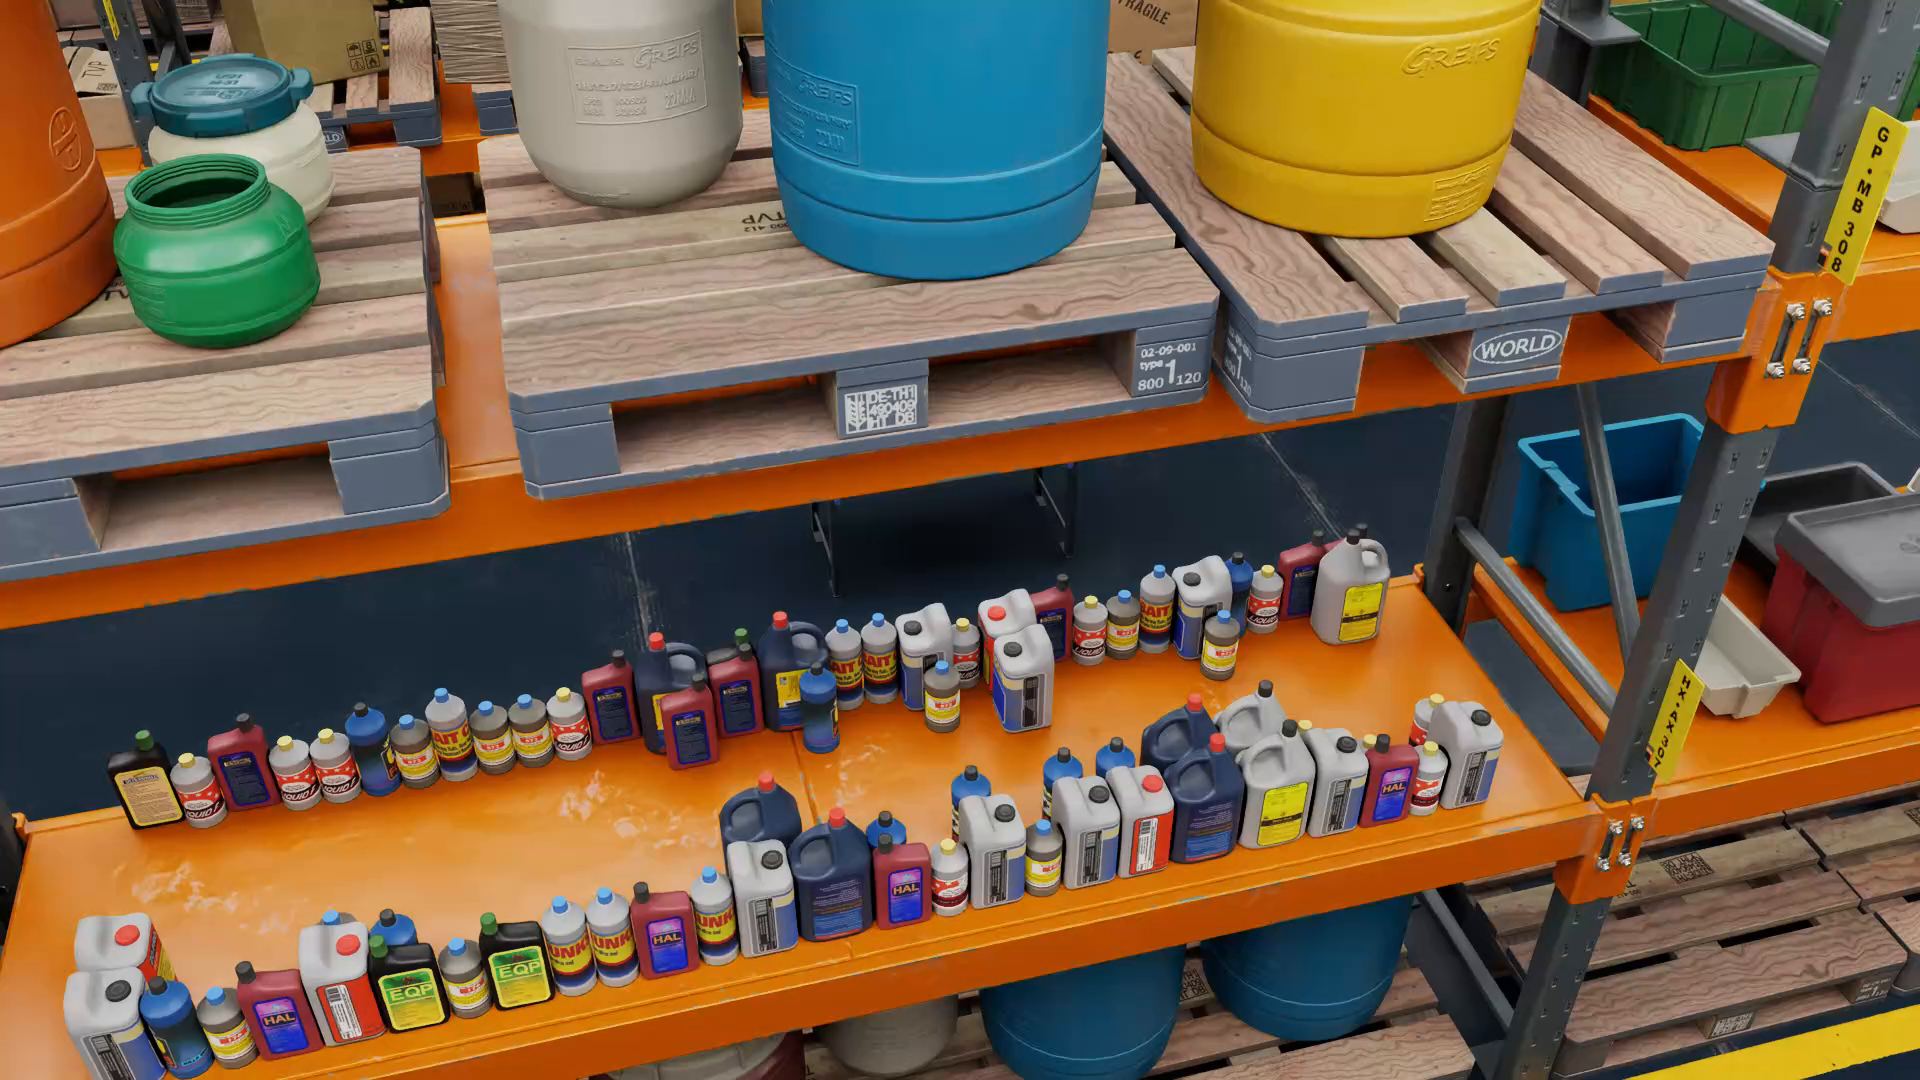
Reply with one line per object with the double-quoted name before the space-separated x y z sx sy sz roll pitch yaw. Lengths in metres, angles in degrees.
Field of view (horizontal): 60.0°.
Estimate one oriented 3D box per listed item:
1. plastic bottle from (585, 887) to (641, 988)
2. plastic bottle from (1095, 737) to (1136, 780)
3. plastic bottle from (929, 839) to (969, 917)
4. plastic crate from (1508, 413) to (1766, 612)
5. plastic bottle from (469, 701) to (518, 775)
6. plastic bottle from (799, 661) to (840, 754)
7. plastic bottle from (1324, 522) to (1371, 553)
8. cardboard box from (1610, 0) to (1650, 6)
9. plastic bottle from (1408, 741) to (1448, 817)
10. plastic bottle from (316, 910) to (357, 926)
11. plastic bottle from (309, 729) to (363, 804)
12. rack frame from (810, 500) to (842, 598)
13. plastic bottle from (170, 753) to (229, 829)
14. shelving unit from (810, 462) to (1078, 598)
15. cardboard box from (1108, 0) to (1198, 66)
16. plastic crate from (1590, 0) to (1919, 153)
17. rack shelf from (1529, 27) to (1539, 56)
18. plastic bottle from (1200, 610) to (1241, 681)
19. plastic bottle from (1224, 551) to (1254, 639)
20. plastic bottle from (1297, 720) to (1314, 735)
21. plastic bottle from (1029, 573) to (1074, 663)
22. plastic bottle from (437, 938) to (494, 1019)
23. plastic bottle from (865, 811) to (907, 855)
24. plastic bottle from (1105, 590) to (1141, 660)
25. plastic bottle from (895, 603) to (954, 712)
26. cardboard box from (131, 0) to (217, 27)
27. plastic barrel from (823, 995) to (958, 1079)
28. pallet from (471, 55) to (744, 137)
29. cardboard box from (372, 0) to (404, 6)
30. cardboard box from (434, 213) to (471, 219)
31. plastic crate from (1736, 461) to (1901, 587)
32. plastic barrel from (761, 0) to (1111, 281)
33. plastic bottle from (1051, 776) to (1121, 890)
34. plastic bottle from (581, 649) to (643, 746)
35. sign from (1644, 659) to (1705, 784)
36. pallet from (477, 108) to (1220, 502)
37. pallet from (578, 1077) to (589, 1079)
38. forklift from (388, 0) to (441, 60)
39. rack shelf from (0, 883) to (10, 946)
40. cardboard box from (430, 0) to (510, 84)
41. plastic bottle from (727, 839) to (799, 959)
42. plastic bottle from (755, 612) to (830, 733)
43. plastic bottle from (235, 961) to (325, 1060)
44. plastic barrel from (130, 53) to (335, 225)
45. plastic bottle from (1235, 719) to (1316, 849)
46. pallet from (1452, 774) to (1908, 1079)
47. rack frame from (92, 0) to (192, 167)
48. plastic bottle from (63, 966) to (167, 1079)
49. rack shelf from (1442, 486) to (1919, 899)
"plastic bottle" -0.782 0.881 3.735 0.097 0.271 0.097 0 37 0
"plastic bottle" 0.380 0.595 4.110 0.097 0.271 0.097 0 37 0
"plastic bottle" -0.028 0.785 3.918 0.097 0.201 0.097 0 37 0
"plastic crate" 1.928 -0.067 4.833 0.575 0.384 0.392 -9 38 -12
"plastic bottle" -1.207 0.501 4.290 0.097 0.201 0.097 0 37 0
"plastic bottle" -0.367 0.426 4.330 0.097 0.271 0.097 0 37 0
"plastic bottle" 1.101 0.078 4.775 0.133 0.283 0.061 -9 38 -12
"cardboard box" 3.279 -3.041 8.674 0.500 0.500 0.500 -9 38 -12
"plastic bottle" 1.166 0.589 4.174 0.097 0.201 0.097 0 37 0
"plastic bottle" -1.397 0.914 3.750 0.097 0.201 0.097 0 37 0
"plastic bottle" -1.583 0.563 4.209 0.097 0.201 0.097 0 37 0
"rack frame" -0.573 -0.502 6.671 0.032 1.500 0.500 -9 38 -12
"plastic bottle" -1.900 0.615 4.141 0.097 0.201 0.097 0 37 0
"shelving unit" -0.082 -0.582 6.777 1.048 1.500 0.538 -9 38 -12
"cardboard box" 0.842 -2.643 8.154 0.500 0.500 0.500 -8 38 -11
"plastic crate" 1.897 -1.128 3.961 0.662 0.188 0.450 -9 38 -12
"rack shelf" 2.210 -2.713 8.920 4.000 0.370 1.077 -9 38 -12
"plastic bottle" 0.718 0.281 4.577 0.097 0.201 0.097 0 37 0
"plastic bottle" 0.772 0.149 4.693 0.097 0.271 0.097 0 37 0
"plastic bottle" 0.867 0.543 4.235 0.097 0.201 0.097 0 37 0
"plastic bottle" 0.244 0.219 4.591 0.133 0.283 0.061 -9 38 -12
"plastic bottle" -1.099 0.961 3.689 0.097 0.201 0.097 0 37 0
"plastic bottle" -0.172 0.743 3.916 0.097 0.271 0.097 0 37 0
"plastic bottle" 0.454 0.228 4.646 0.097 0.201 0.097 0 37 0
"plastic bottle" -0.097 0.307 4.483 0.135 0.276 0.152 -9 38 -12
"cardboard box" -5.560 -3.991 11.693 0.500 0.500 0.700 -9 38 -11
"plastic barrel" -0.215 1.271 4.822 0.421 0.512 0.421 0 37 0
"pallet" -1.707 -2.283 7.924 1.213 0.211 1.003 -9 38 -12
"cardboard box" -4.134 -4.306 11.834 0.750 0.750 0.750 -10 38 -13
"cardboard box" -2.565 -1.221 8.073 0.500 0.500 0.500 -11 39 -14
"plastic crate" 2.577 -0.025 4.991 0.590 0.125 0.437 -9 38 -12
"plastic barrel" -0.041 -0.973 2.826 0.708 0.901 0.600 -9 38 -12
"plastic bottle" 0.301 0.684 3.989 0.135 0.276 0.152 -9 38 -12
"plastic bottle" -0.912 0.409 4.343 0.133 0.283 0.061 -9 38 -12
"sign" 1.708 0.437 3.982 0.005 0.325 0.100 -9 38 -12
"pallet" -0.259 -0.529 3.160 1.213 0.211 1.003 -9 38 -12
"pallet" -1.545 1.816 4.702 1.213 0.211 1.003 -9 38 -12
"forklift" -3.082 -3.689 9.660 3.031 2.935 1.130 -8 38 -11
"rack shelf" -4.226 1.460 3.464 4.000 0.370 1.077 -9 38 -12
"cardboard box" -2.072 -2.454 7.561 0.500 0.500 0.700 -3 37 -3
"plastic bottle" -0.454 0.808 3.827 0.135 0.276 0.152 -9 38 -12
"plastic bottle" -0.441 0.331 4.389 0.185 0.351 0.144 -9 38 -12
"plastic bottle" -1.464 1.000 3.570 0.133 0.283 0.061 -9 38 -12
"plastic barrel" -1.298 -0.701 2.997 0.301 0.262 0.301 0 37 0
"plastic bottle" 0.764 0.581 4.062 0.185 0.351 0.144 -9 38 -12
"pallet" 2.266 1.192 5.518 1.213 0.211 1.003 -9 38 -12
"rack frame" -3.583 -2.048 7.459 0.127 3.000 1.000 -9 38 -12
"plastic bottle" -1.793 1.028 3.539 0.135 0.276 0.152 -9 38 -12
"rack shelf" 3.497 0.193 5.121 4.000 0.370 1.077 -9 38 -12
